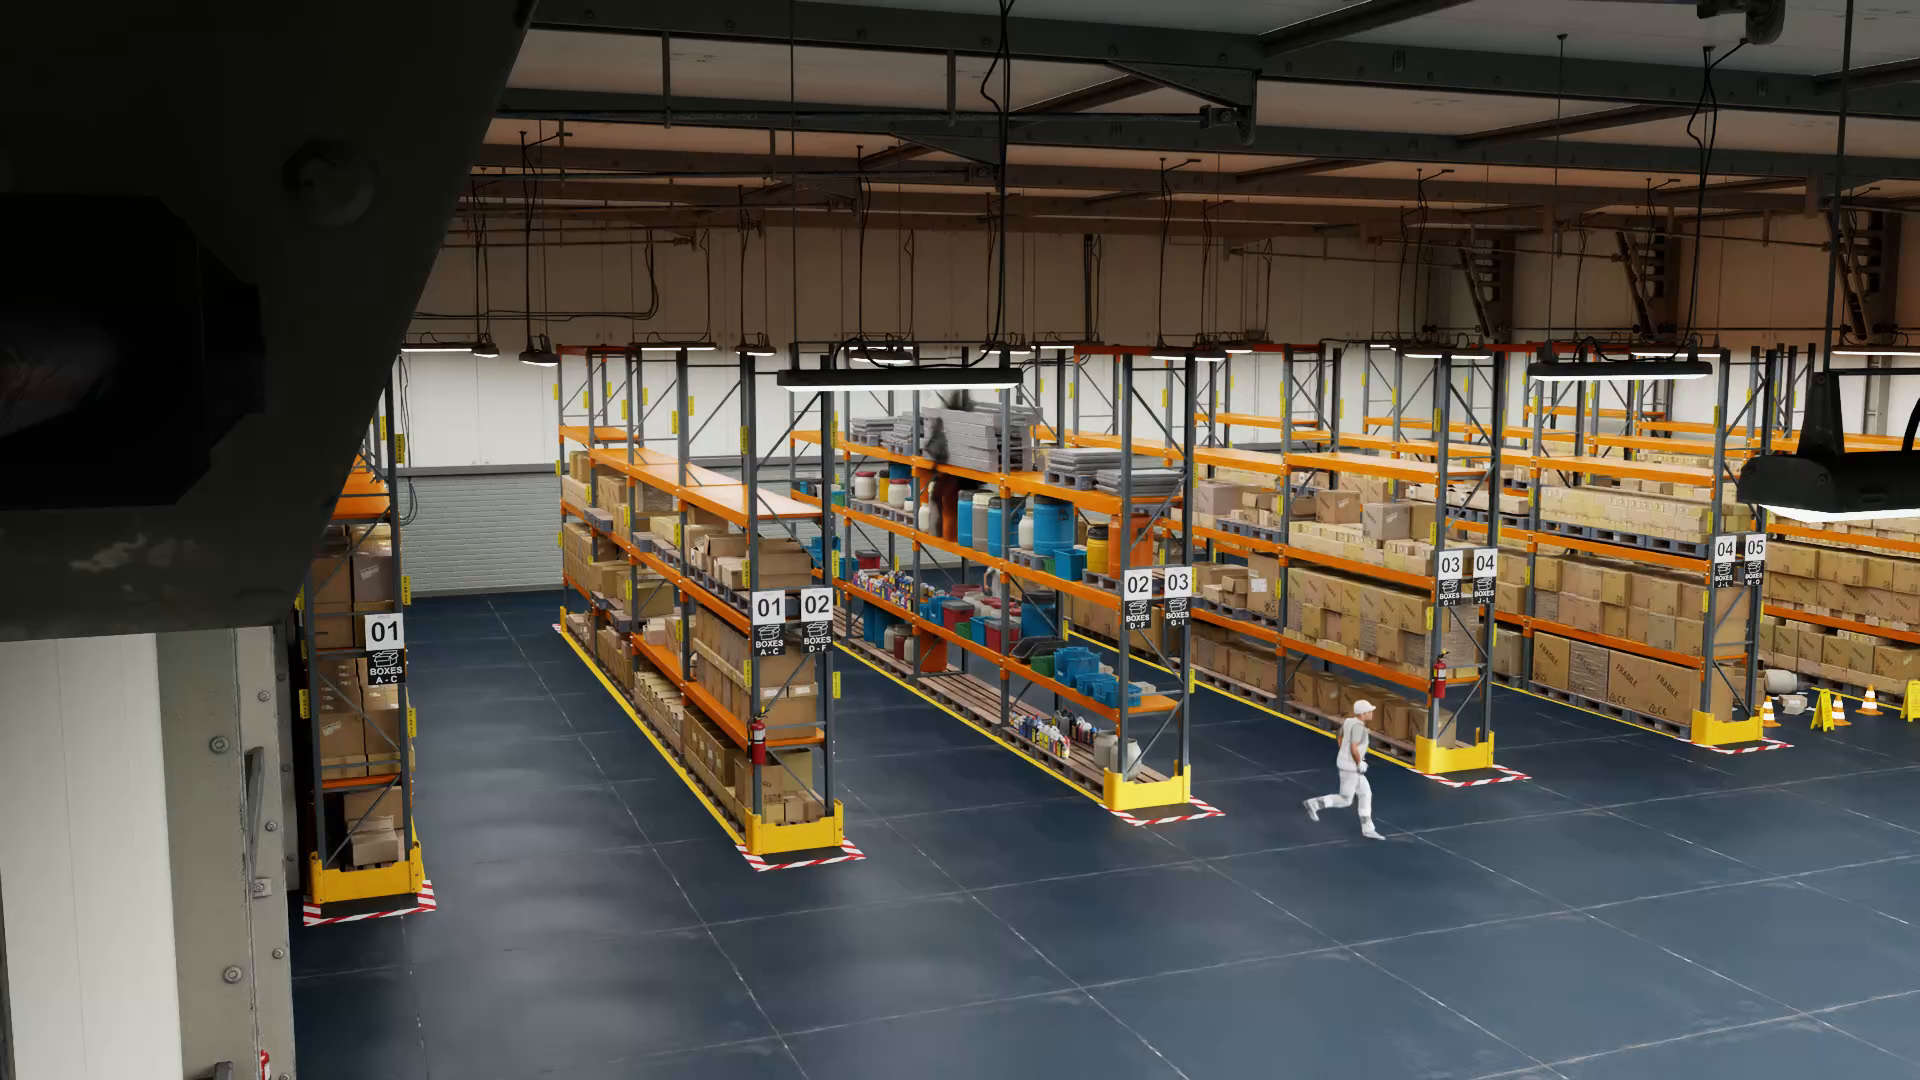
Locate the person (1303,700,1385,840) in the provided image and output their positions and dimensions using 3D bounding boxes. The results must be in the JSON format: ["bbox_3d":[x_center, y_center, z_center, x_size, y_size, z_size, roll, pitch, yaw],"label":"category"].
[{"bbox_3d":[4.797,2.859,20.698,1.022,1.771,0.660,1,7,8],"label":"person"}]

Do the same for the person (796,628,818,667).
[{"bbox_3d":[-2.890,1.493,31.305,0.674,1.740,0.782,-3,8,-25],"label":"person"}]

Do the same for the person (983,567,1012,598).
[{"bbox_3d":[0.821,1.092,35.110,0.601,1.618,0.649,-4,8,-27],"label":"person"}]

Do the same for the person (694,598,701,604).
[{"bbox_3d":[-5.188,1.155,33.968,0.640,1.739,0.587,-5,9,-37],"label":"person"}]
